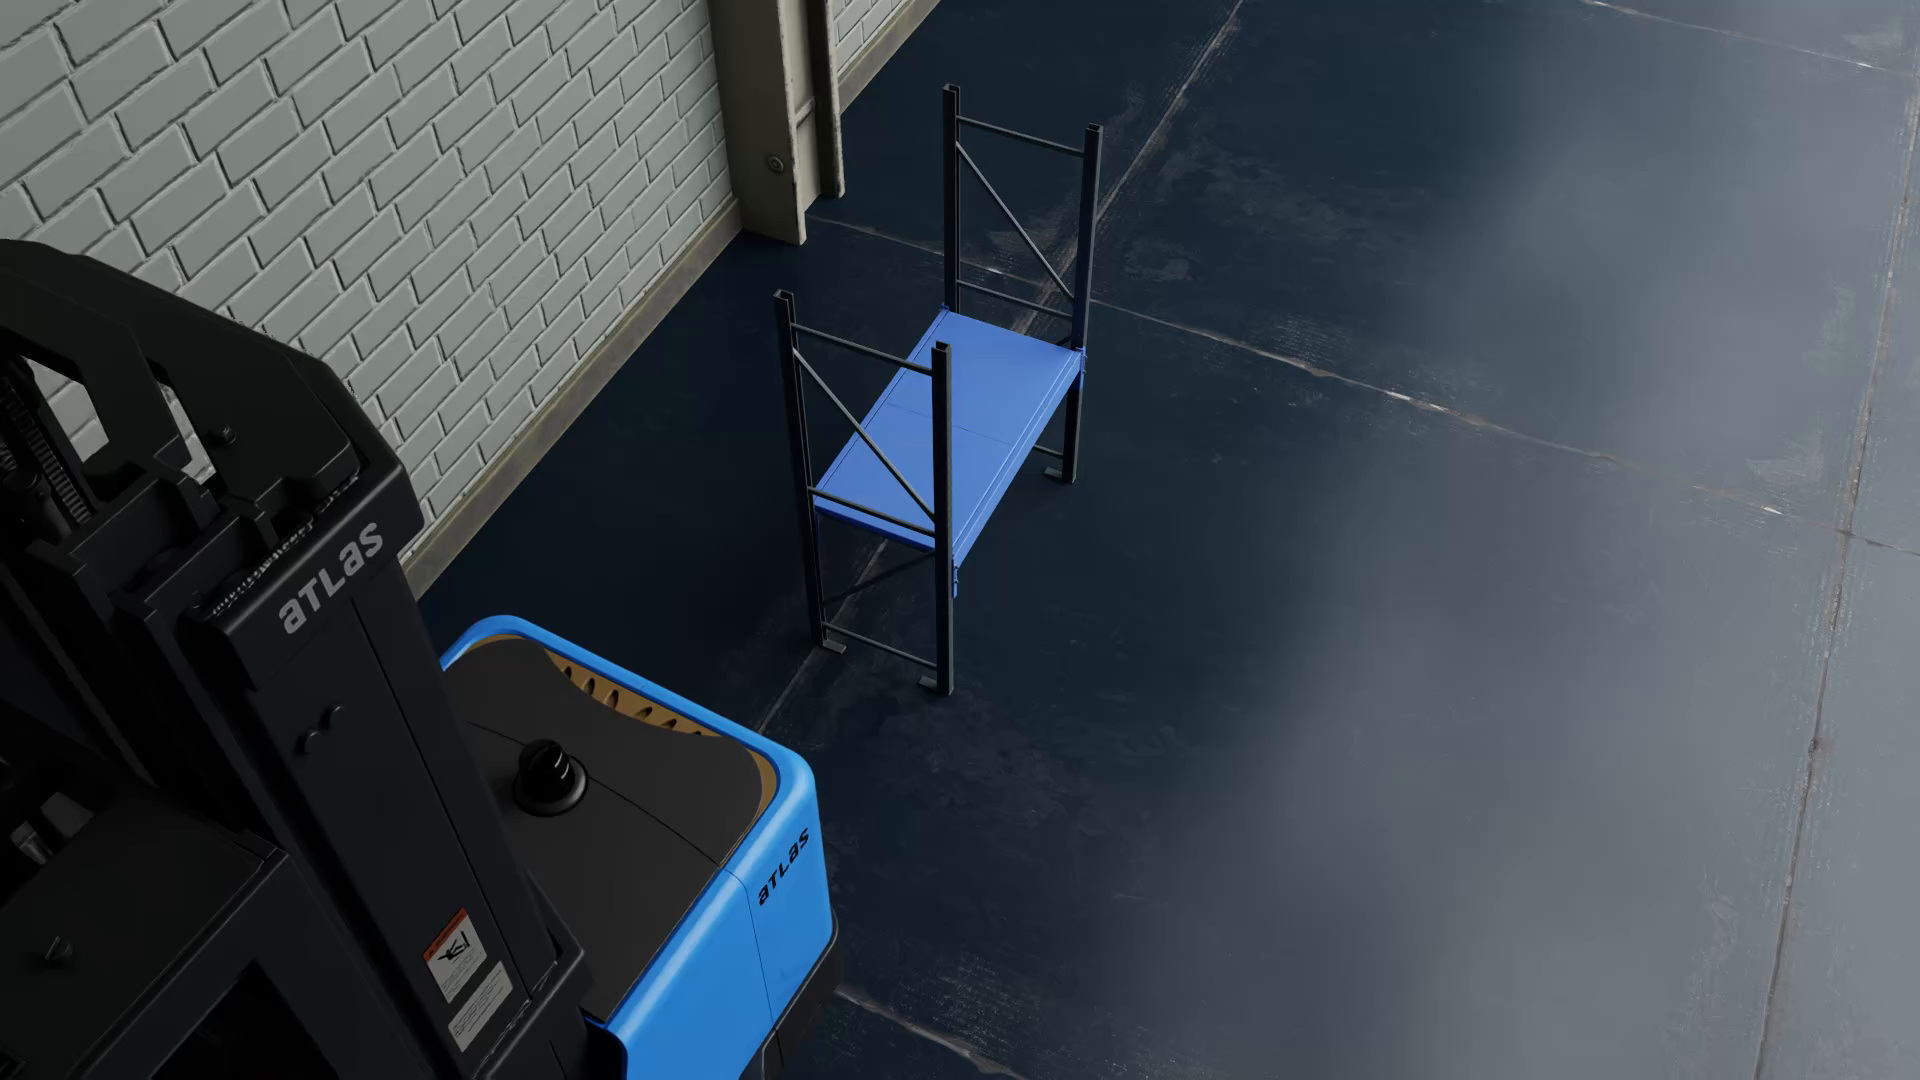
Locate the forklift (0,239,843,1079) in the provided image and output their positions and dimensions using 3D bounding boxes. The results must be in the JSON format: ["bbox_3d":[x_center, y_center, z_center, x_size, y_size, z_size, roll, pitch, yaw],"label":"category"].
[{"bbox_3d":[-1.485,1.072,2.913,1.130,2.935,3.031,23,53,18],"label":"forklift"}]

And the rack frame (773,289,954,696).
[{"bbox_3d":[-0.254,-0.077,4.831,0.500,1.500,0.032,20,52,16],"label":"rack frame"}]

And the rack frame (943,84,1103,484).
[{"bbox_3d":[0.181,-0.777,5.427,0.500,1.500,0.032,20,52,16],"label":"rack frame"}]

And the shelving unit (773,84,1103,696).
[{"bbox_3d":[-0.036,-0.427,5.129,0.538,1.500,1.048,20,52,16],"label":"shelving unit"}]

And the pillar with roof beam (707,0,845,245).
[{"bbox_3d":[3.188,-2.900,2.309,9.100,9.000,0.400,20,52,16],"label":"pillar with roof beam"}]

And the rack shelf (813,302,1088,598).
[{"bbox_3d":[-0.036,-0.311,5.266,0.538,0.185,1.000,20,52,16],"label":"rack shelf"}]
